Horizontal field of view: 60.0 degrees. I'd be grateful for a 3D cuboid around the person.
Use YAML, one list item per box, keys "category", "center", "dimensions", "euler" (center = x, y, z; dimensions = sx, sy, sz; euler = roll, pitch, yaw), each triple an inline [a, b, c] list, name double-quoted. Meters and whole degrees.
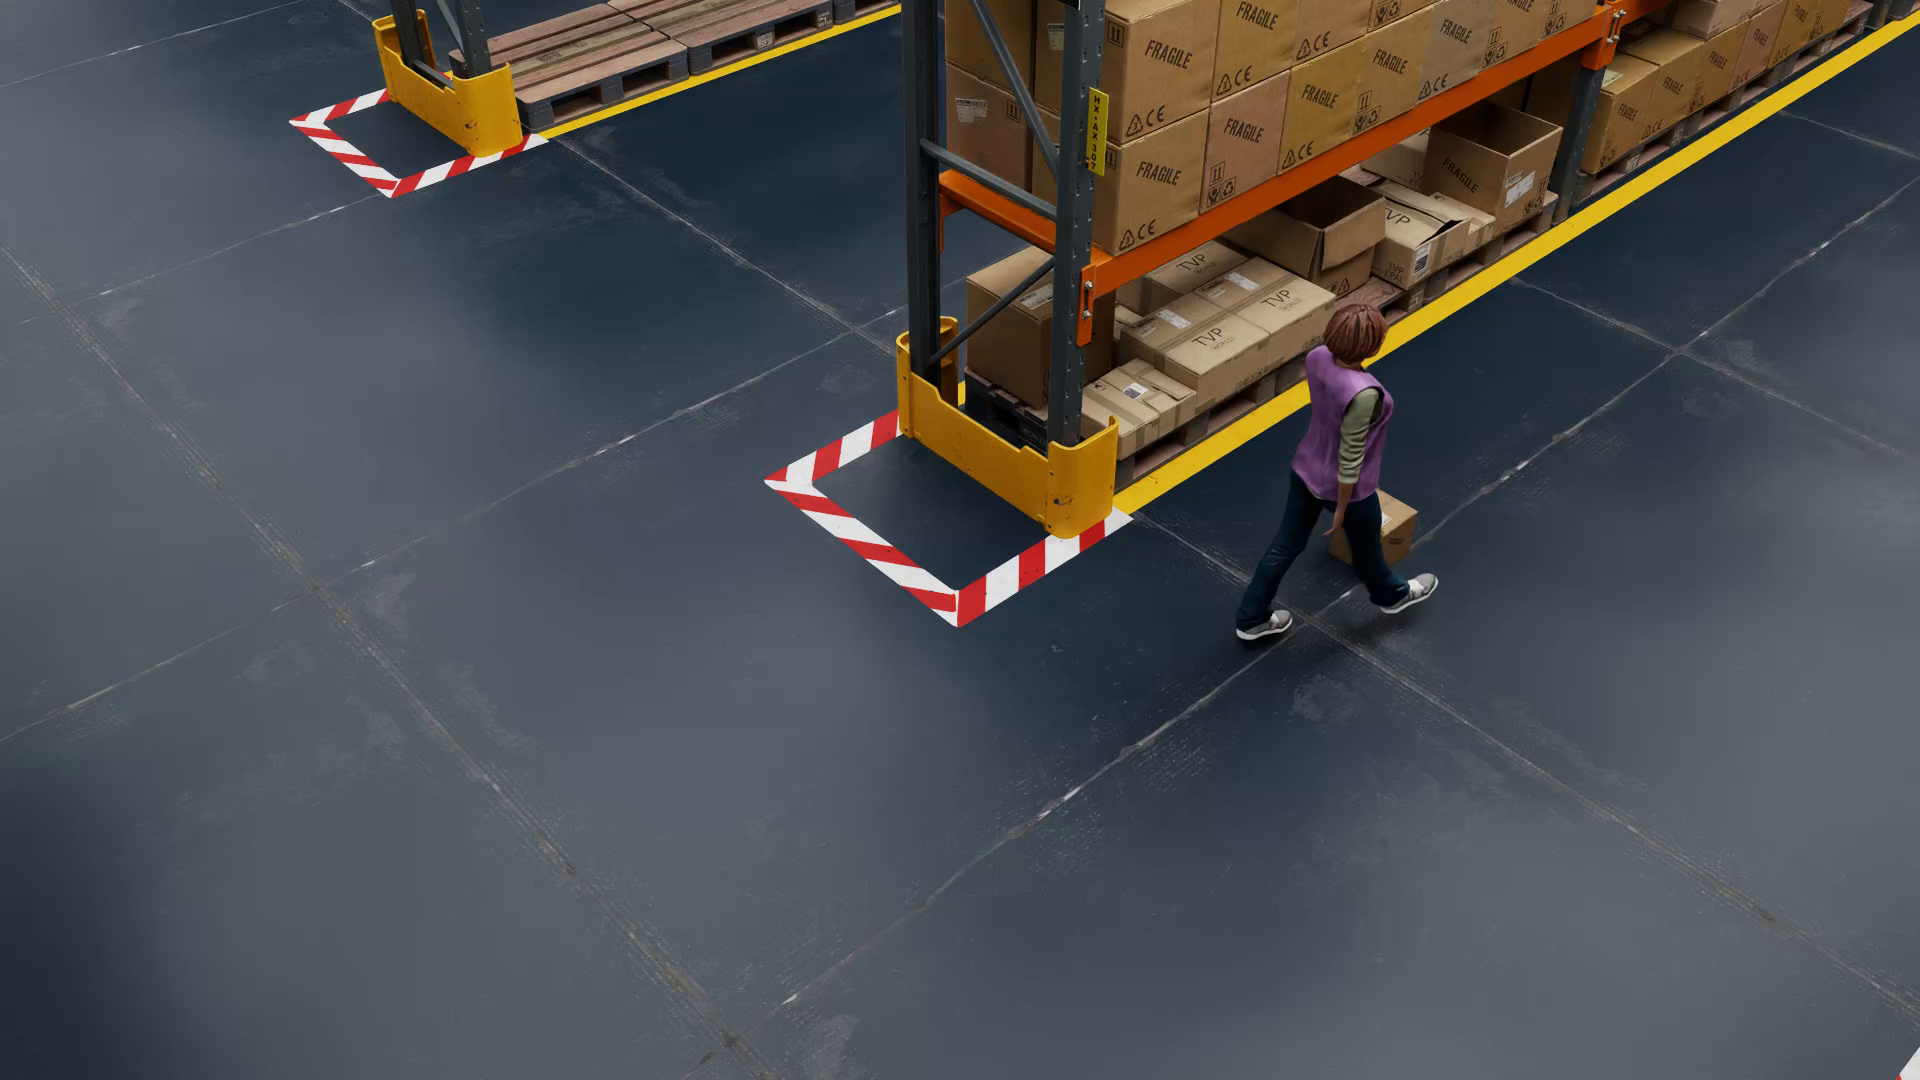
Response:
- category: "person"
  center: [1.538, -0.284, 6.485]
  dimensions: [0.897, 1.558, 0.417]
  euler: [-19, 44, -21]
